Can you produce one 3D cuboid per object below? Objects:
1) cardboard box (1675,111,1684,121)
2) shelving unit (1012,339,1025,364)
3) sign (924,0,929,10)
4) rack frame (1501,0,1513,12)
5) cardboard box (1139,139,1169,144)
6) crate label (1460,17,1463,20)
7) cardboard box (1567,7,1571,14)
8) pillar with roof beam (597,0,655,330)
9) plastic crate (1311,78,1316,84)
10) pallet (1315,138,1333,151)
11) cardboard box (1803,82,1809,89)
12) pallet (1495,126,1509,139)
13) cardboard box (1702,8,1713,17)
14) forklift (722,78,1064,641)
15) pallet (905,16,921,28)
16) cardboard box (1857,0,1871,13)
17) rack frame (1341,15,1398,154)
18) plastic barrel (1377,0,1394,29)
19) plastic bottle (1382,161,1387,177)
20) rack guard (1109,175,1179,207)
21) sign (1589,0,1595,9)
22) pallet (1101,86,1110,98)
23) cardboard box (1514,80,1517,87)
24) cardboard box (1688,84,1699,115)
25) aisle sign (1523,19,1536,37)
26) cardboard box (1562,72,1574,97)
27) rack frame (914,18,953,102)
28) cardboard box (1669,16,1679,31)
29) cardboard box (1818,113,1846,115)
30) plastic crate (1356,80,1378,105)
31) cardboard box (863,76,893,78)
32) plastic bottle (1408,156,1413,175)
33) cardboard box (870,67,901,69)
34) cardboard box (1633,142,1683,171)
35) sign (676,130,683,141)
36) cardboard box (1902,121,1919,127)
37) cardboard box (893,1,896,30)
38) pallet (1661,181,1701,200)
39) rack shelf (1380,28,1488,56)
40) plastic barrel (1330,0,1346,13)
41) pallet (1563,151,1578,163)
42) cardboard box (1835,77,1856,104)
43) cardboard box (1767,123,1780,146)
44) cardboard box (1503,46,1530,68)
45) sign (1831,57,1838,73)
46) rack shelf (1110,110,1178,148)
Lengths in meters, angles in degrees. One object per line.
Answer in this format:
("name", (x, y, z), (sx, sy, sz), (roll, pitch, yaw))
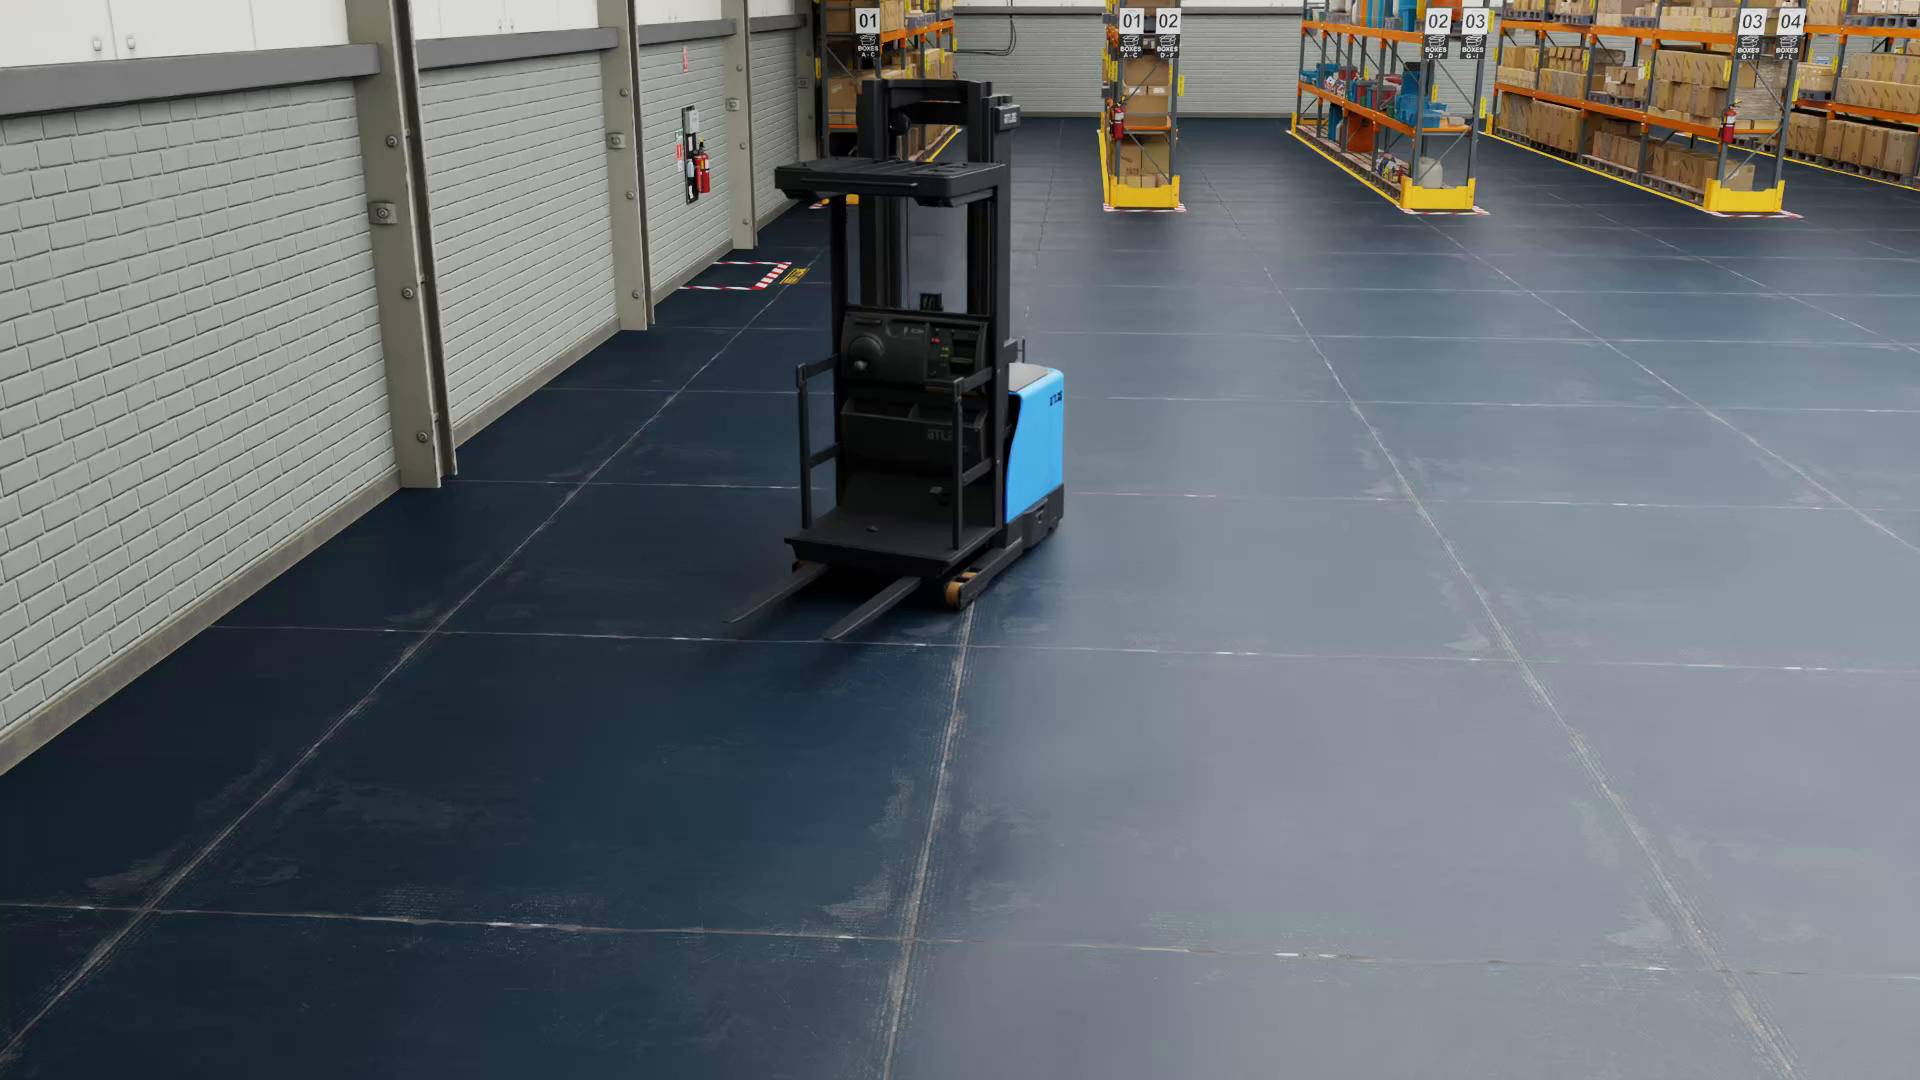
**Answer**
("cardboard box", (12.873, -7.487, 29.358), (0.380, 0.149, 0.250), (1, 18, 4))
("shelving unit", (0.293, -0.773, 11.356), (0.258, 1.200, 0.189), (8, 20, 22))
("sign", (-0.711, -11.365, 35.142), (0.100, 0.325, 0.005), (1, 18, 4))
("rack frame", (14.143, -14.710, 41.364), (1.000, 3.000, 0.127), (1, 18, 4))
("cardboard box", (3.433, -6.834, 29.499), (0.500, 0.500, 0.500), (1, 18, 4))
("crate label", (8.520, -8.929, 28.778), (0.502, 0.251, 0.408), (1, 18, 4))
("cardboard box", (13.600, -11.663, 36.613), (0.380, 0.149, 0.250), (1, 18, 2))
("pillar with roof beam", (0.796, -6.486, 16.266), (9.100, 9.000, 0.400), (1, 18, 4))
("plastic crate", (8.741, -11.178, 40.547), (0.293, 0.136, 0.466), (1, 18, 4))
("pallet", (8.820, -9.164, 38.550), (1.003, 0.211, 1.213), (1, 18, 4))
("cardboard box", (18.124, -9.633, 35.234), (0.380, 0.149, 0.250), (2, 18, 5))
("pallet", (14.164, -10.284, 41.969), (1.003, 0.211, 1.213), (1, 18, 4))
("cardboard box", (12.806, -8.931, 28.144), (0.380, 0.149, 0.250), (0, 18, 1))
("forklift", (-0.361, -1.137, 9.686), (1.130, 2.935, 3.031), (8, 20, 22))
("pallet", (-1.388, -9.990, 32.077), (1.213, 0.211, 1.003), (1, 18, 4))
("cardboard box", (18.239, -10.643, 33.077), (0.500, 0.311, 0.500), (1, 18, 4))
("rack frame", (8.630, -9.485, 35.053), (1.000, 3.000, 0.127), (1, 18, 4))
("plastic barrel", (8.163, -10.069, 31.213), (0.600, 0.901, 0.708), (1, 18, 4))
("plastic bottle", (7.804, -6.811, 30.547), (0.061, 0.283, 0.133), (2, 18, 6))
("rack guard", (3.114, -5.917, 28.178), (1.175, 0.500, 0.348), (1, 18, 4))
("sign", (13.017, -11.098, 34.201), (0.100, 0.325, 0.005), (1, 18, 4))
("pallet", (3.668, -9.718, 36.071), (1.213, 0.211, 1.003), (1, 18, 4))
("cardboard box", (13.663, -11.078, 40.317), (0.380, 0.149, 0.250), (2, 18, 5))
("cardboard box", (13.058, -7.561, 28.544), (0.875, 0.500, 0.500), (1, 18, 4))
("aisle sign", (14.448, -13.110, 41.941), (0.394, 0.787, 0.004), (1, 18, 4))
("cardboard box", (13.434, -9.897, 36.149), (0.500, 0.500, 0.500), (1, 18, 2))
("rack frame", (-0.678, -12.191, 43.311), (1.000, 3.000, 0.127), (1, 18, 4))
("cardboard box", (12.962, -9.188, 29.570), (0.500, 0.250, 0.500), (1, 18, 3))
("cardboard box", (18.885, -9.120, 36.075), (0.500, 0.250, 0.500), (1, 18, 4))
("plastic crate", (8.209, -9.021, 33.532), (0.402, 0.464, 0.583), (1, 18, 4))
("cardboard box", (-1.446, -7.811, 28.949), (0.500, 0.500, 0.500), (1, 18, 4))
("plastic bottle", (8.440, -6.990, 30.986), (0.144, 0.351, 0.185), (1, 18, 4))
("cardboard box", (-1.405, -9.257, 33.488), (0.700, 0.500, 0.500), (4, 19, 11))
("cardboard box", (13.349, -7.344, 31.826), (0.700, 0.500, 0.500), (0, 18, 0))
("sign", (-3.417, -4.929, 20.240), (0.001, 0.109, 0.331), (1, 18, 4))
("cardboard box", (24.080, -10.413, 41.325), (0.875, 0.438, 0.875), (1, 18, 2))
("cardboard box", (-1.428, -9.297, 29.468), (0.500, 0.500, 0.500), (2, 18, 7))
("pallet", (13.185, -6.218, 29.560), (1.003, 0.211, 1.213), (1, 18, 4))
("rack shelf", (8.199, -8.705, 29.011), (1.077, 0.370, 4.000), (1, 18, 4))
("plastic barrel", (8.629, -12.259, 37.809), (0.433, 0.535, 0.433), (0, 18, 0))
("pallet", (13.702, -8.293, 35.892), (1.003, 0.211, 1.213), (1, 18, 4))
("cardboard box", (18.208, -9.147, 33.859), (0.500, 0.500, 0.500), (1, 18, 5))
("cardboard box", (18.443, -9.099, 37.213), (0.500, 0.500, 0.500), (2, 18, 6))
("cardboard box", (13.804, -11.987, 41.248), (0.500, 0.500, 0.500), (1, 18, 3))
("sign", (17.968, -9.754, 34.142), (0.100, 0.325, 0.005), (1, 18, 4))
("rack shelf", (3.259, -7.392, 29.819), (1.077, 0.370, 4.000), (1, 18, 4))
